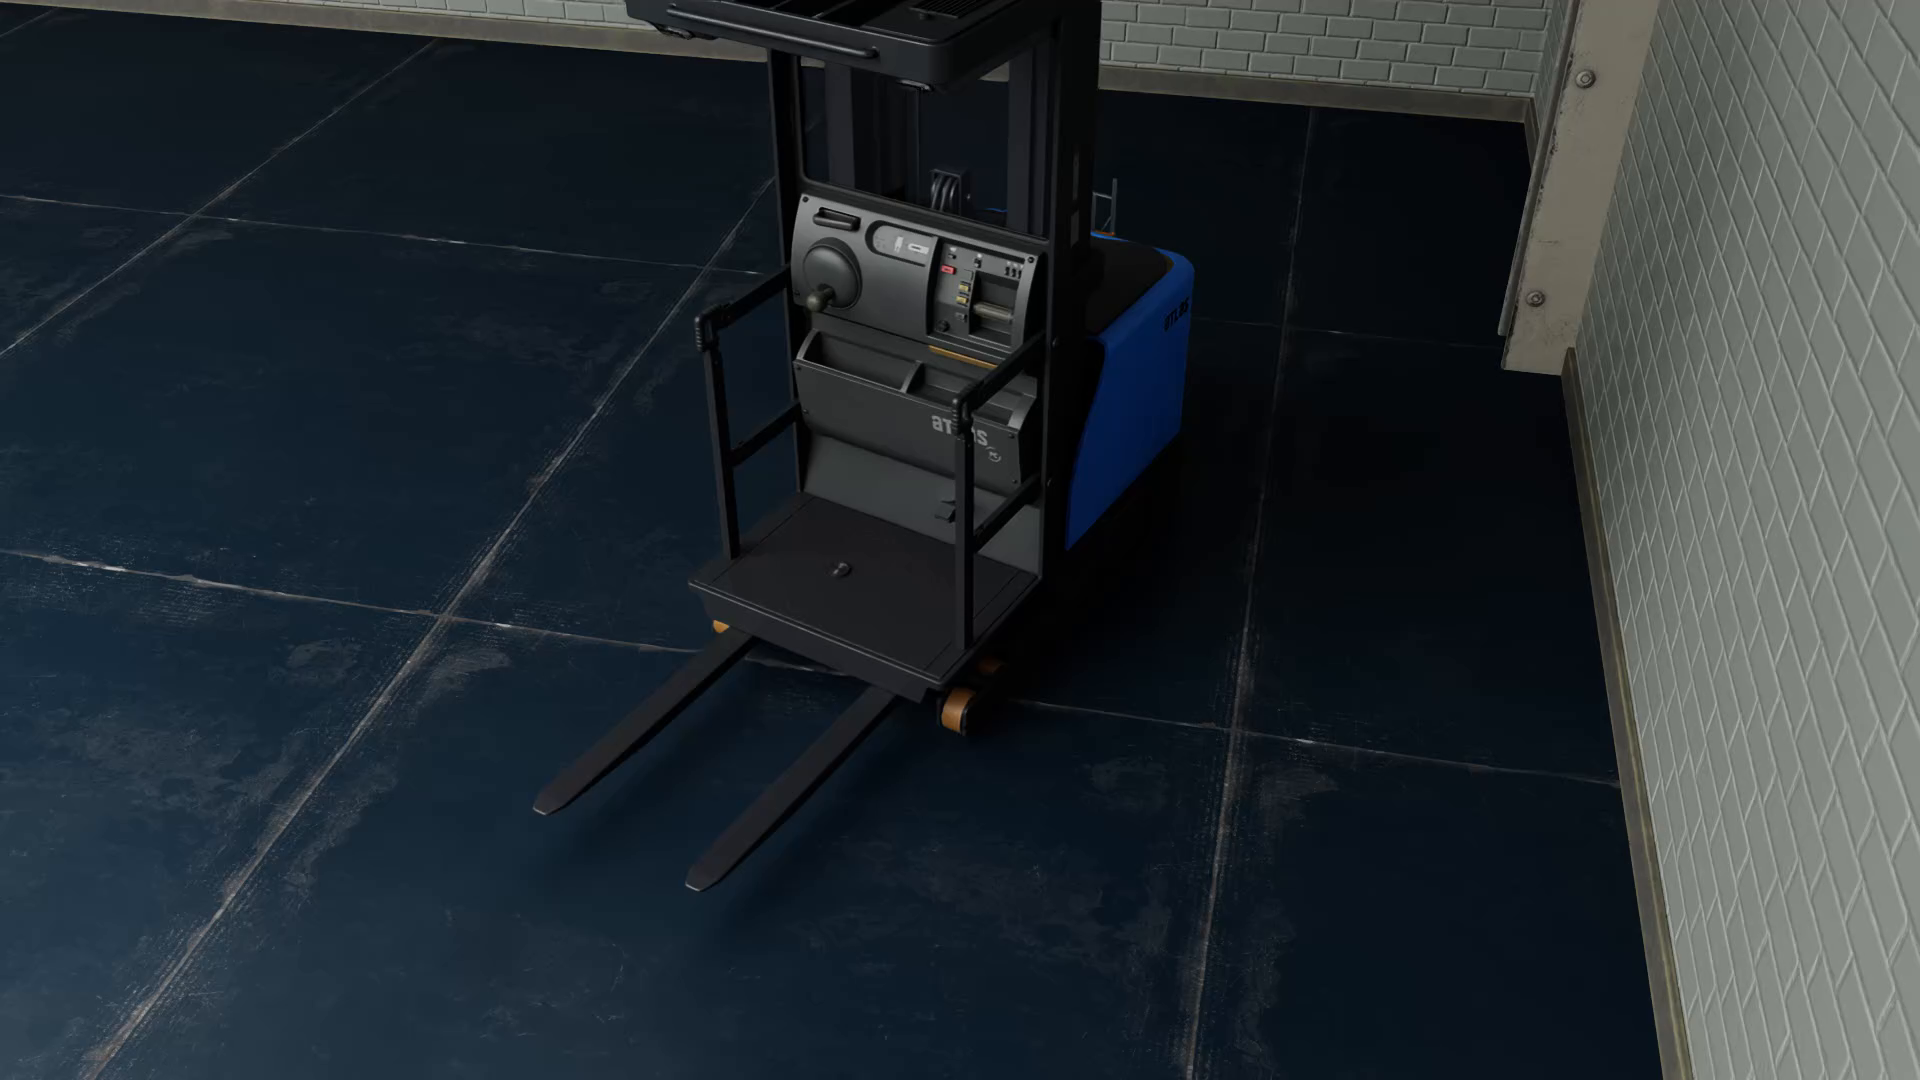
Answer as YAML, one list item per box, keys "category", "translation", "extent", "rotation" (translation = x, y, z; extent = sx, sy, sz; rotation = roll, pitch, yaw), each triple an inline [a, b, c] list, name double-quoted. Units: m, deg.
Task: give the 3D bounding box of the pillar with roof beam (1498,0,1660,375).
- category: "pillar with roof beam"
  translation: [-1.452, -5.086, 6.099]
  extent: [9.100, 9.000, 0.400]
  rotation: [7, 37, 10]

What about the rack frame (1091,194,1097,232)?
- category: "rack frame"
  translation: [0.439, -0.915, 6.990]
  extent: [0.240, 1.200, 0.006]
  rotation: [20, 40, 25]

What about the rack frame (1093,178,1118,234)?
- category: "rack frame"
  translation: [0.534, -1.007, 7.116]
  extent: [0.240, 1.200, 0.006]
  rotation: [20, 40, 25]

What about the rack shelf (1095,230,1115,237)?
- category: "rack shelf"
  translation: [0.486, -1.216, 6.868]
  extent: [0.258, 0.103, 0.180]
  rotation: [20, 40, 25]

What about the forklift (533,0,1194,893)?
- category: "forklift"
  translation: [-0.271, -0.823, 5.388]
  extent: [1.130, 2.935, 3.031]
  rotation: [20, 40, 25]

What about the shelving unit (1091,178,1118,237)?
- category: "shelving unit"
  translation: [0.486, -0.961, 7.053]
  extent: [0.258, 1.200, 0.189]
  rotation: [20, 40, 25]
